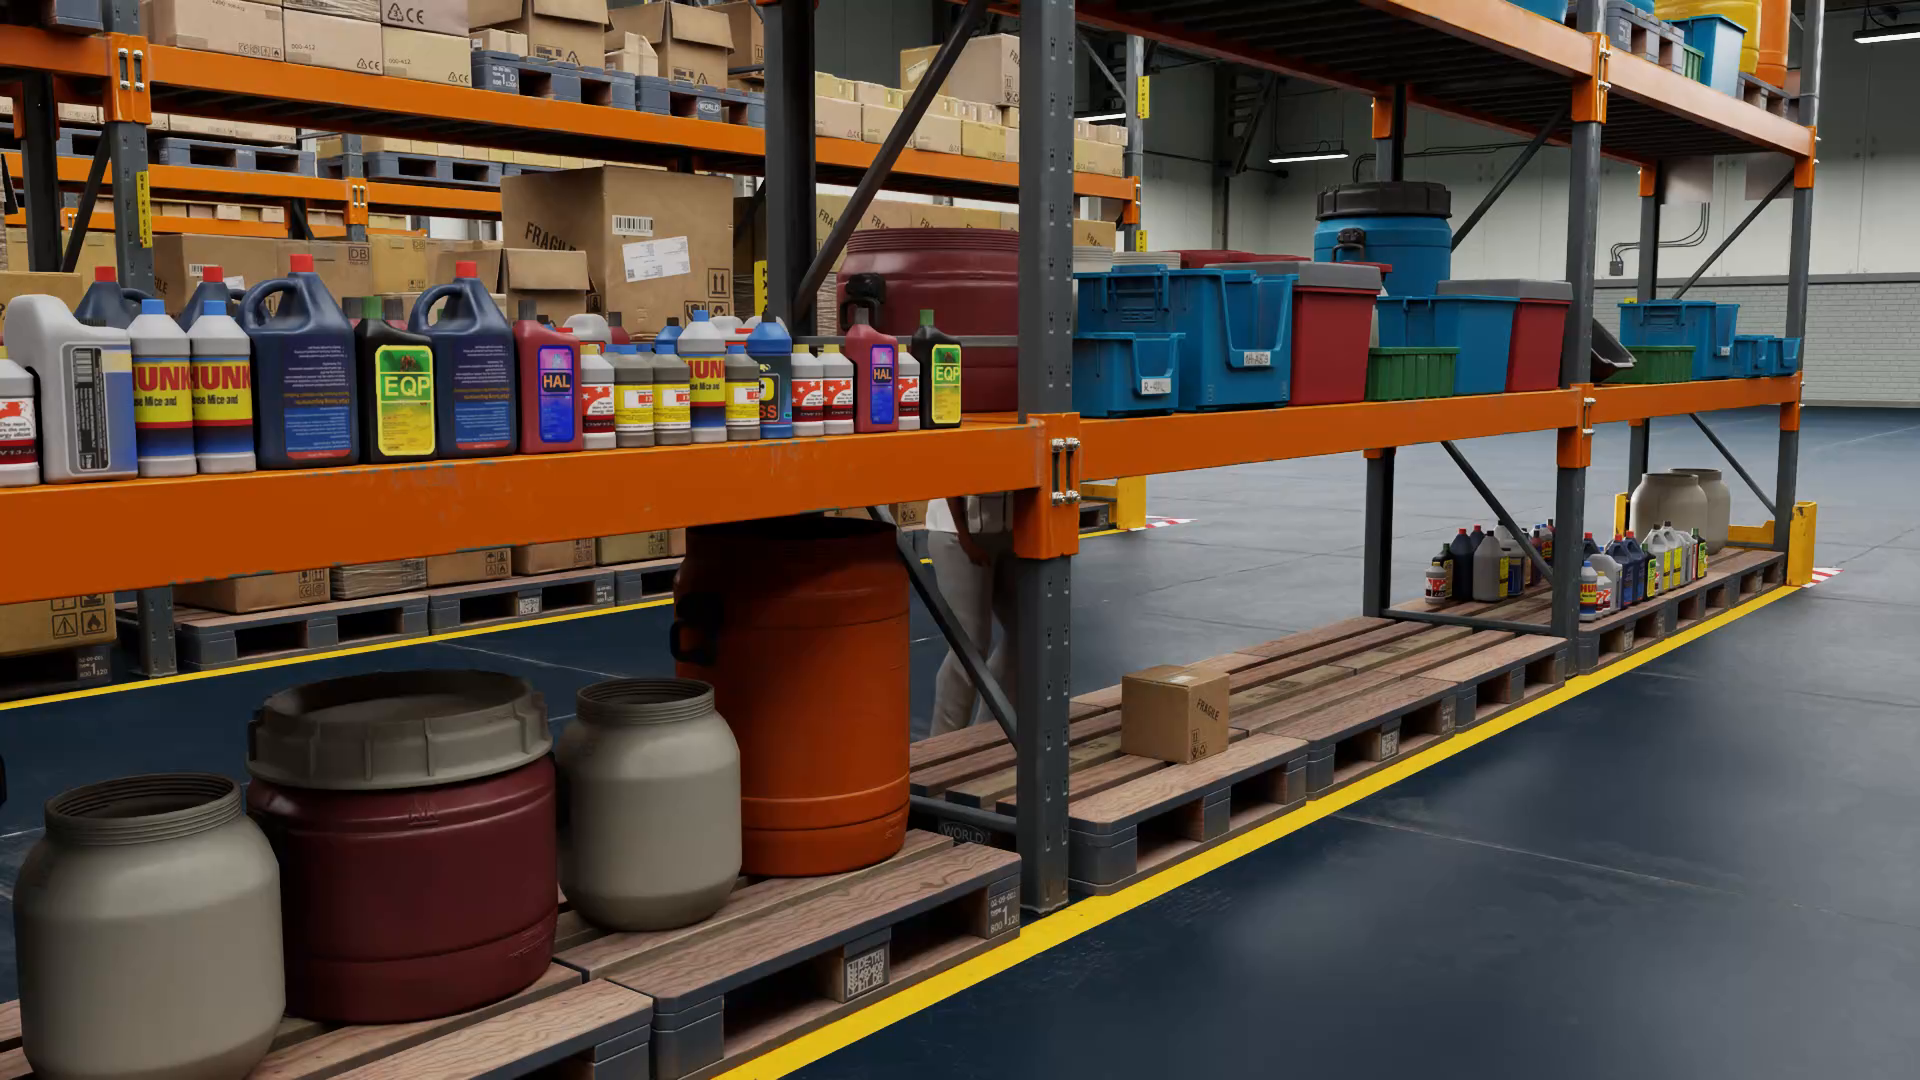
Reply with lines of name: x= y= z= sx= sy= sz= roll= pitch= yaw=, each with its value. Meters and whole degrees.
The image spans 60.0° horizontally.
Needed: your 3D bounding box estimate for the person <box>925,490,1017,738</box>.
person: x=0.115 y=0.009 z=5.830 sx=0.450 sy=1.637 sz=0.409 roll=-7 pitch=10 yaw=-44
